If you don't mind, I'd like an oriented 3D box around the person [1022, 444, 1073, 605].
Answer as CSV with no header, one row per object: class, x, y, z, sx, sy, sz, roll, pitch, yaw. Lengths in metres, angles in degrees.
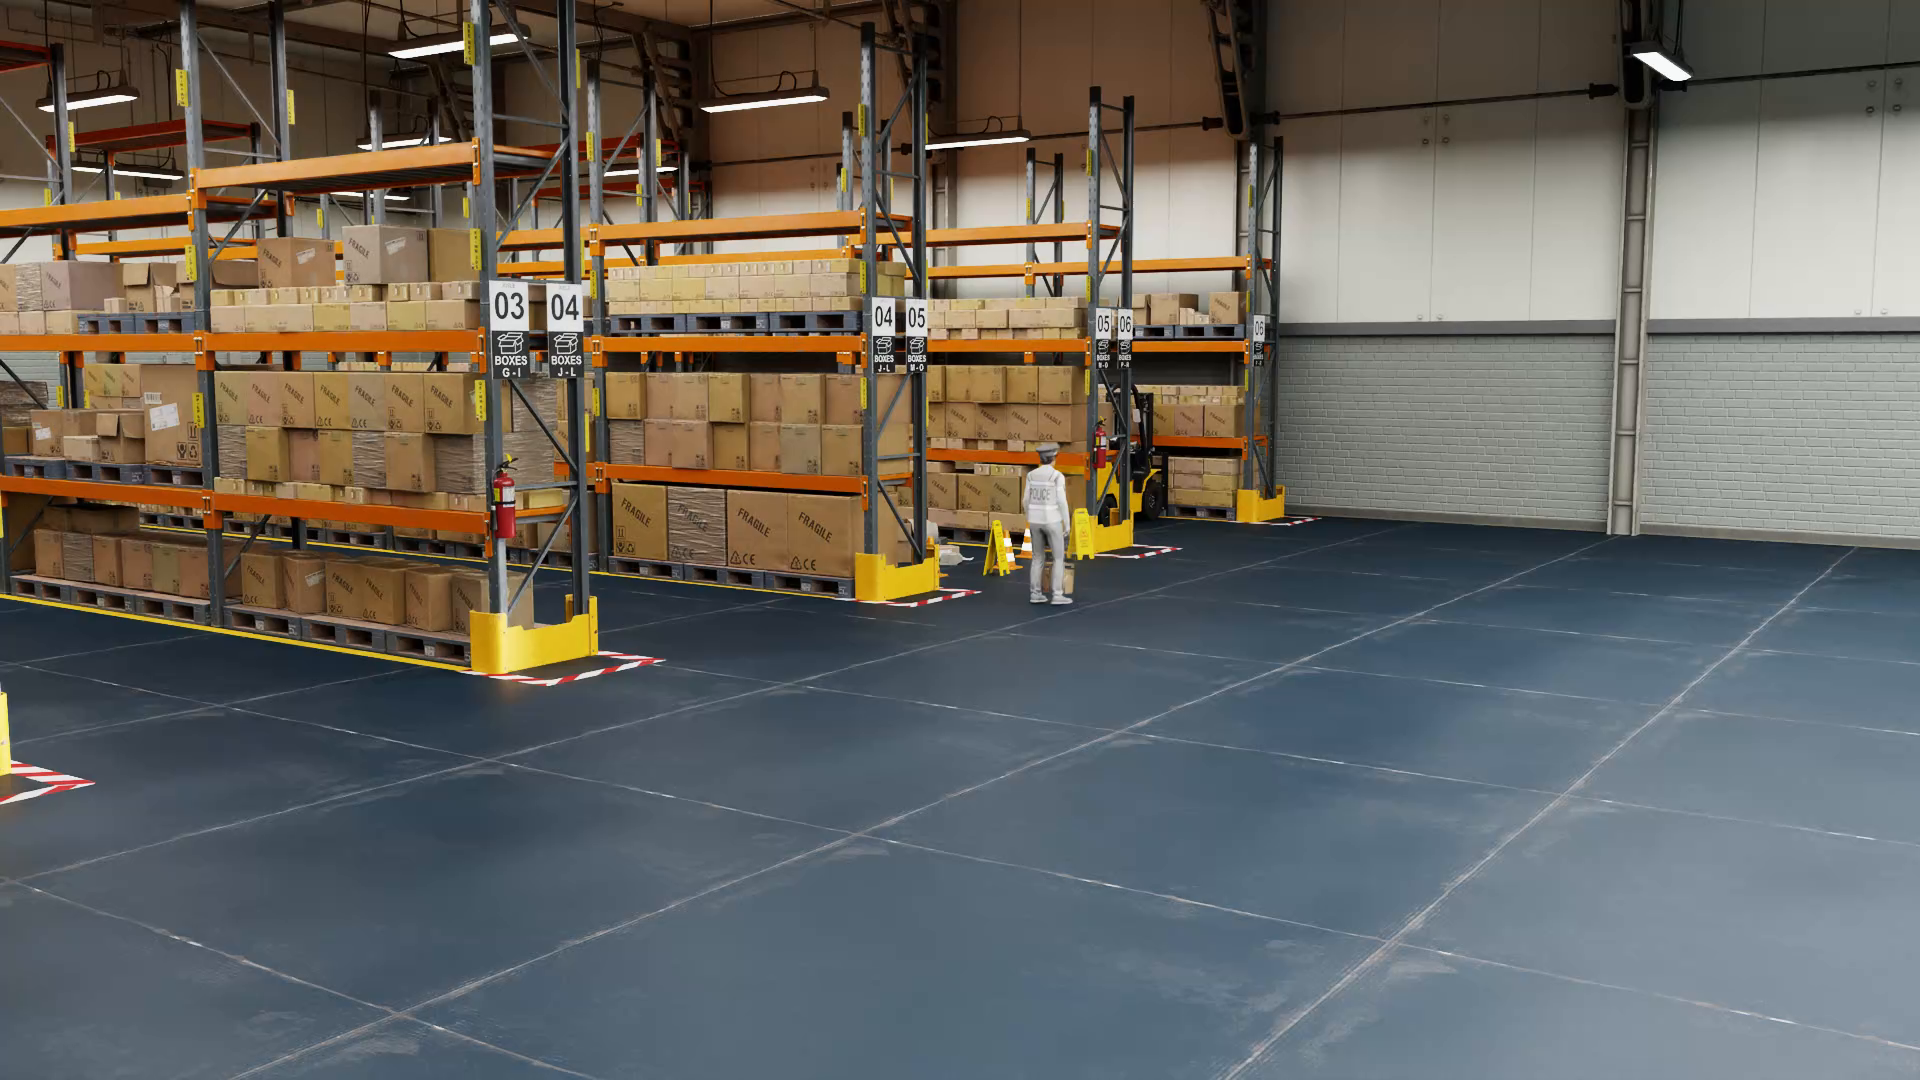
person,0.902,-0.160,17.403,0.513,1.665,0.360,4,8,32
